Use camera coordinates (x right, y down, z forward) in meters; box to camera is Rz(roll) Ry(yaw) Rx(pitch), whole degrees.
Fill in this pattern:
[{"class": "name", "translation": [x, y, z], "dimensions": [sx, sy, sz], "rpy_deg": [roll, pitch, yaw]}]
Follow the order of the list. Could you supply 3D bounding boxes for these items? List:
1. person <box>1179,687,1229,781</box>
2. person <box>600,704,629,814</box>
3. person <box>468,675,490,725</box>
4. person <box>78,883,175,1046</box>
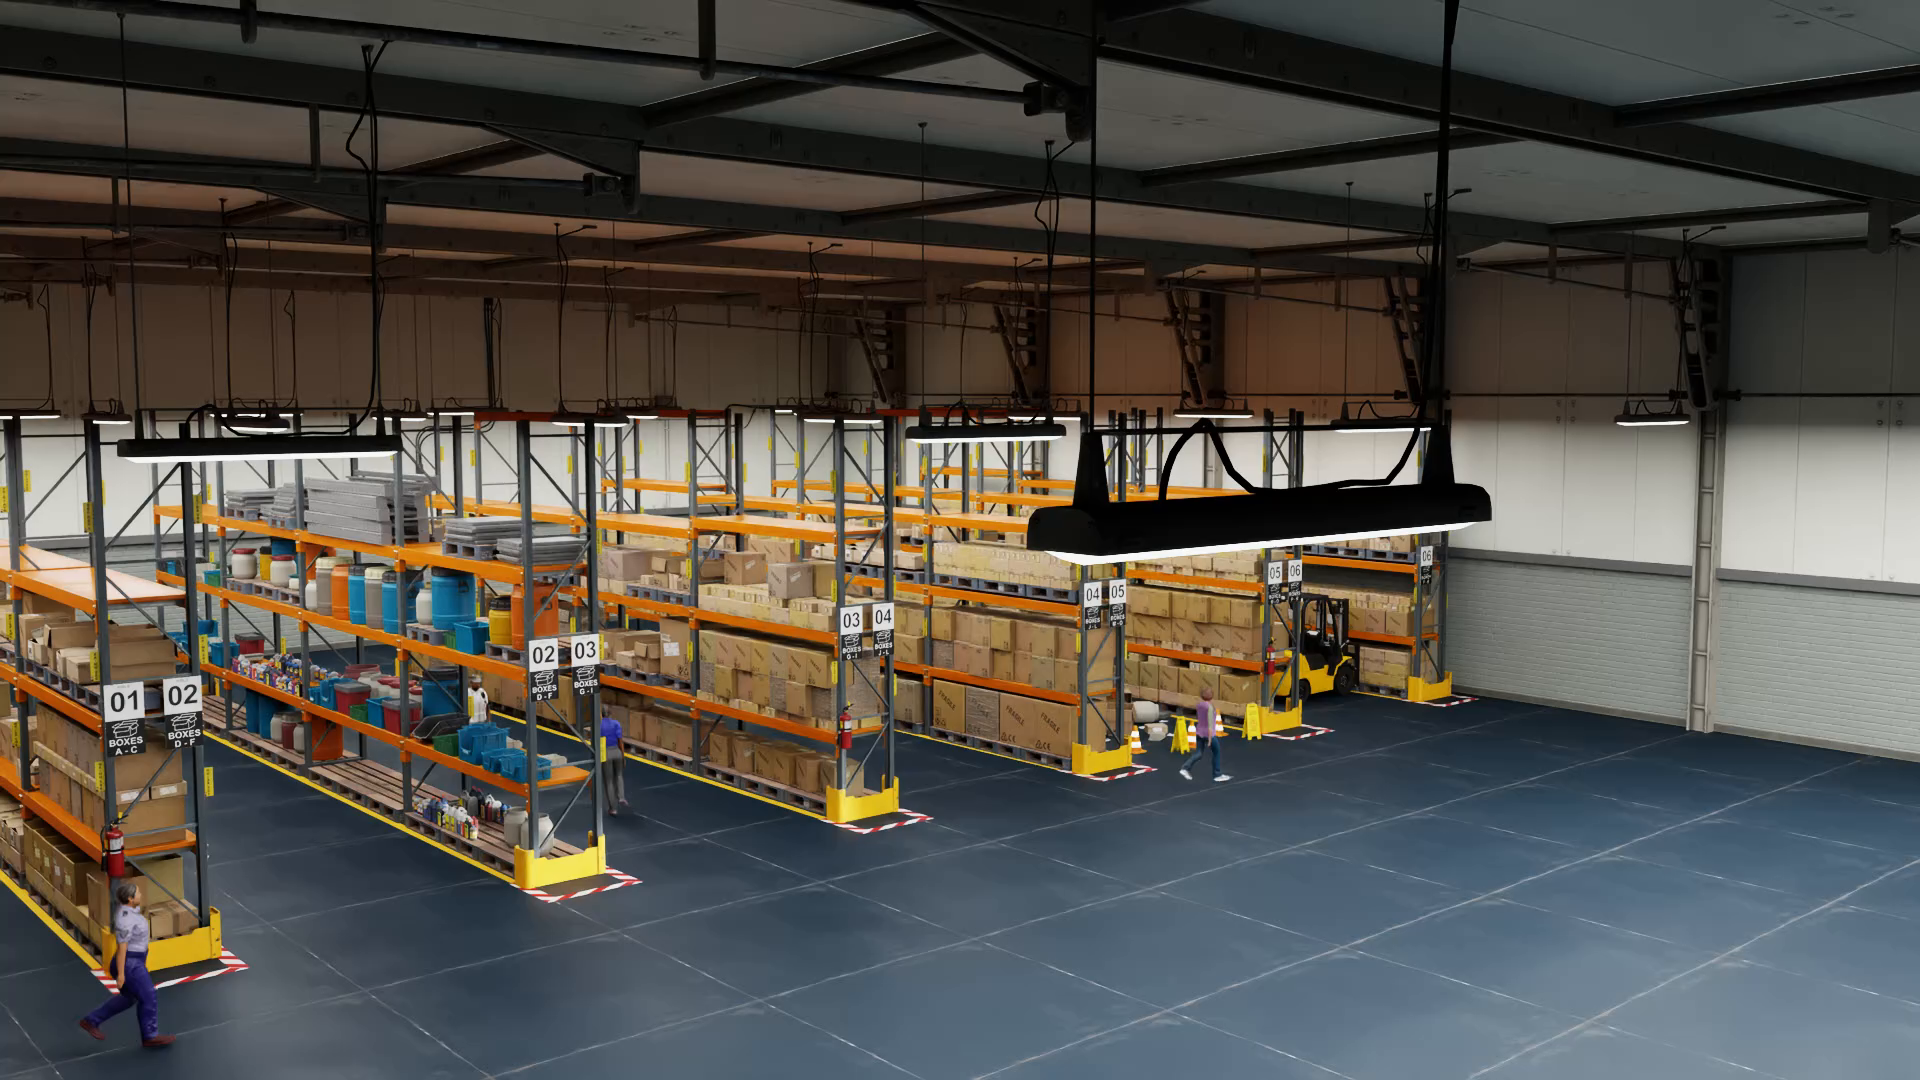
[{"class": "person", "translation": [3.971, 3.166, 27.047], "dimensions": [0.891, 1.555, 0.459], "rpy_deg": [-3, 6, -29]}, {"class": "person", "translation": [-5.281, 3.295, 25.127], "dimensions": [0.499, 1.644, 0.445], "rpy_deg": [-3, 6, -28]}, {"class": "person", "translation": [-8.087, 3.050, 27.866], "dimensions": [0.978, 1.623, 0.468], "rpy_deg": [4, 6, 39]}, {"class": "person", "translation": [-8.080, 4.141, 16.064], "dimensions": [0.866, 1.533, 0.501], "rpy_deg": [-2, 5, -18]}]
